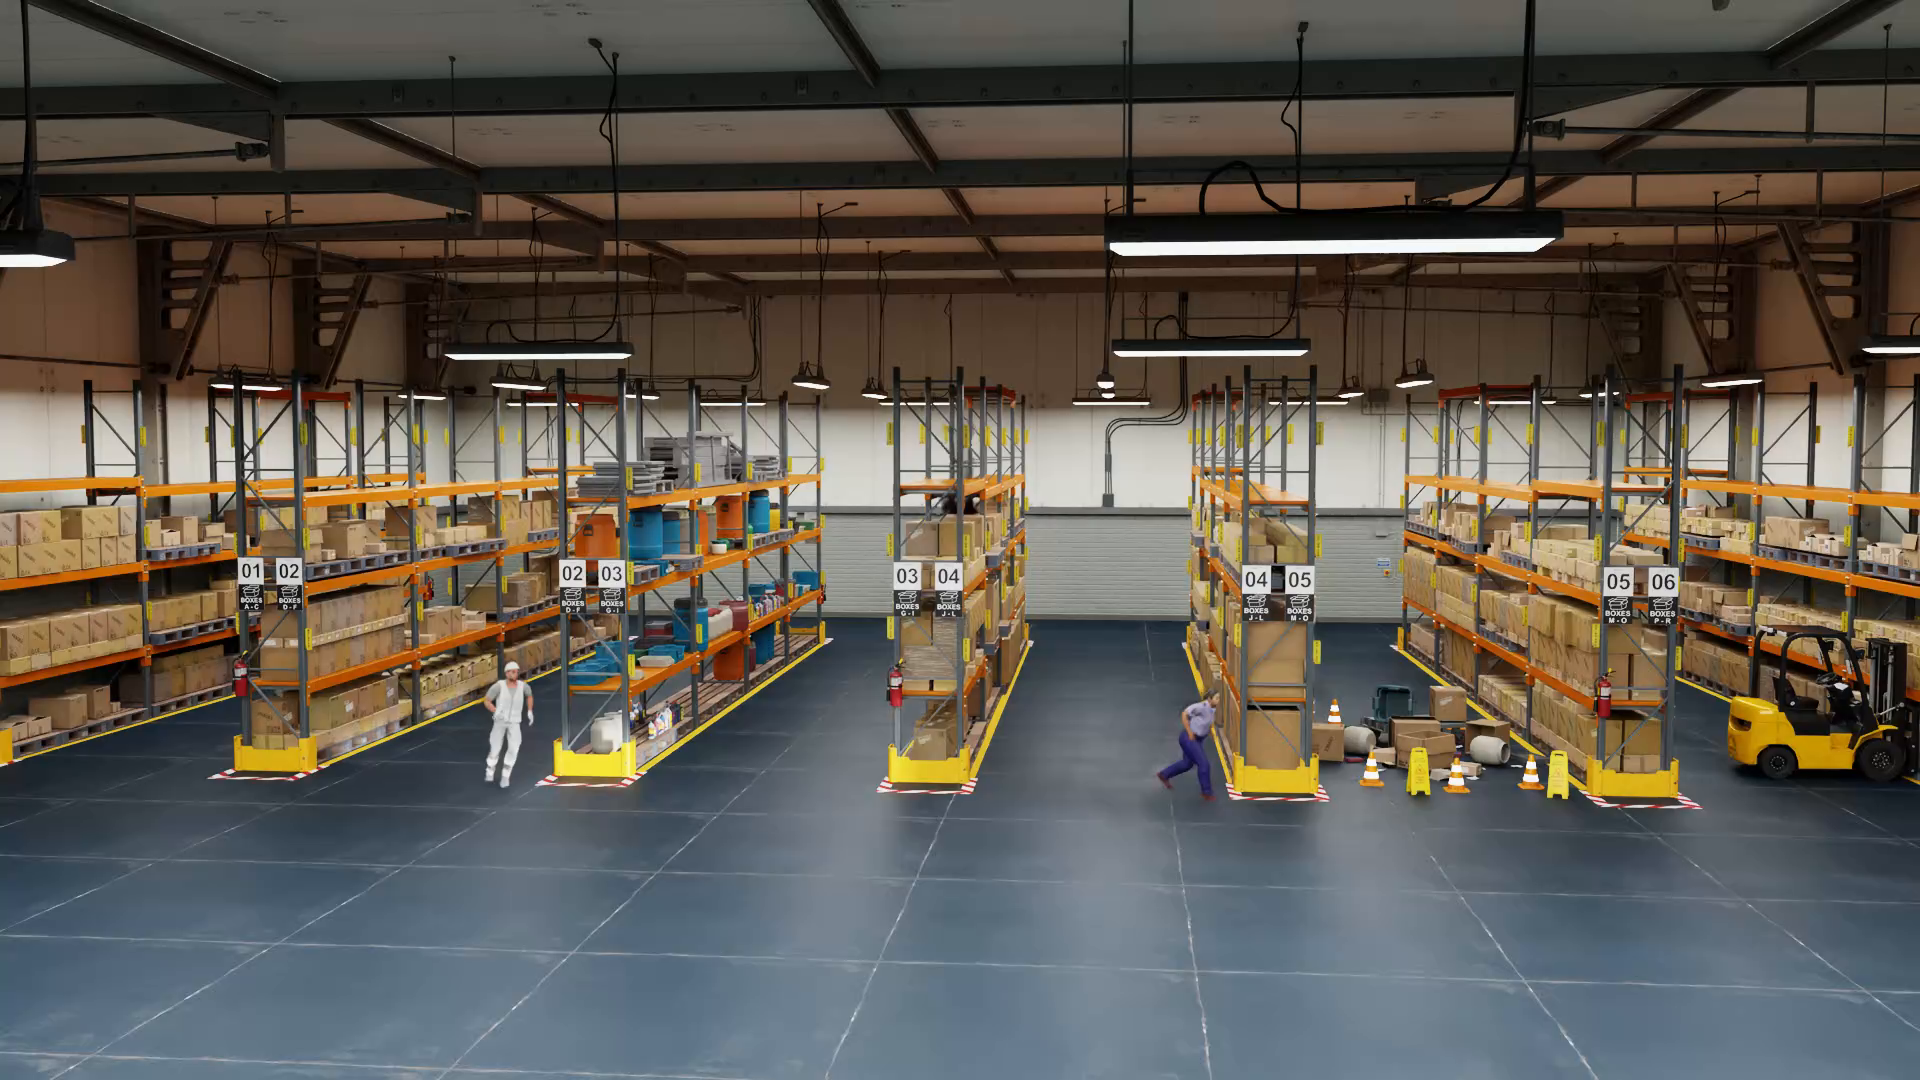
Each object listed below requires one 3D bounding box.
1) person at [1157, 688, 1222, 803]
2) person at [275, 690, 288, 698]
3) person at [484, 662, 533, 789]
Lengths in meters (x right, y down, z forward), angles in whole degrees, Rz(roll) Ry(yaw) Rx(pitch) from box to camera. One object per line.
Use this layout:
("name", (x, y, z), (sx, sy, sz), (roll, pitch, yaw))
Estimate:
("person", (3.152, 2.819, 22.930), (0.951, 1.612, 0.640), (2, 4, 34))
("person", (-12.267, 2.321, 30.205), (0.565, 1.630, 0.572), (0, 4, 0))
("person", (-6.457, 2.642, 23.859), (0.721, 1.805, 0.653), (-2, 4, -26))
